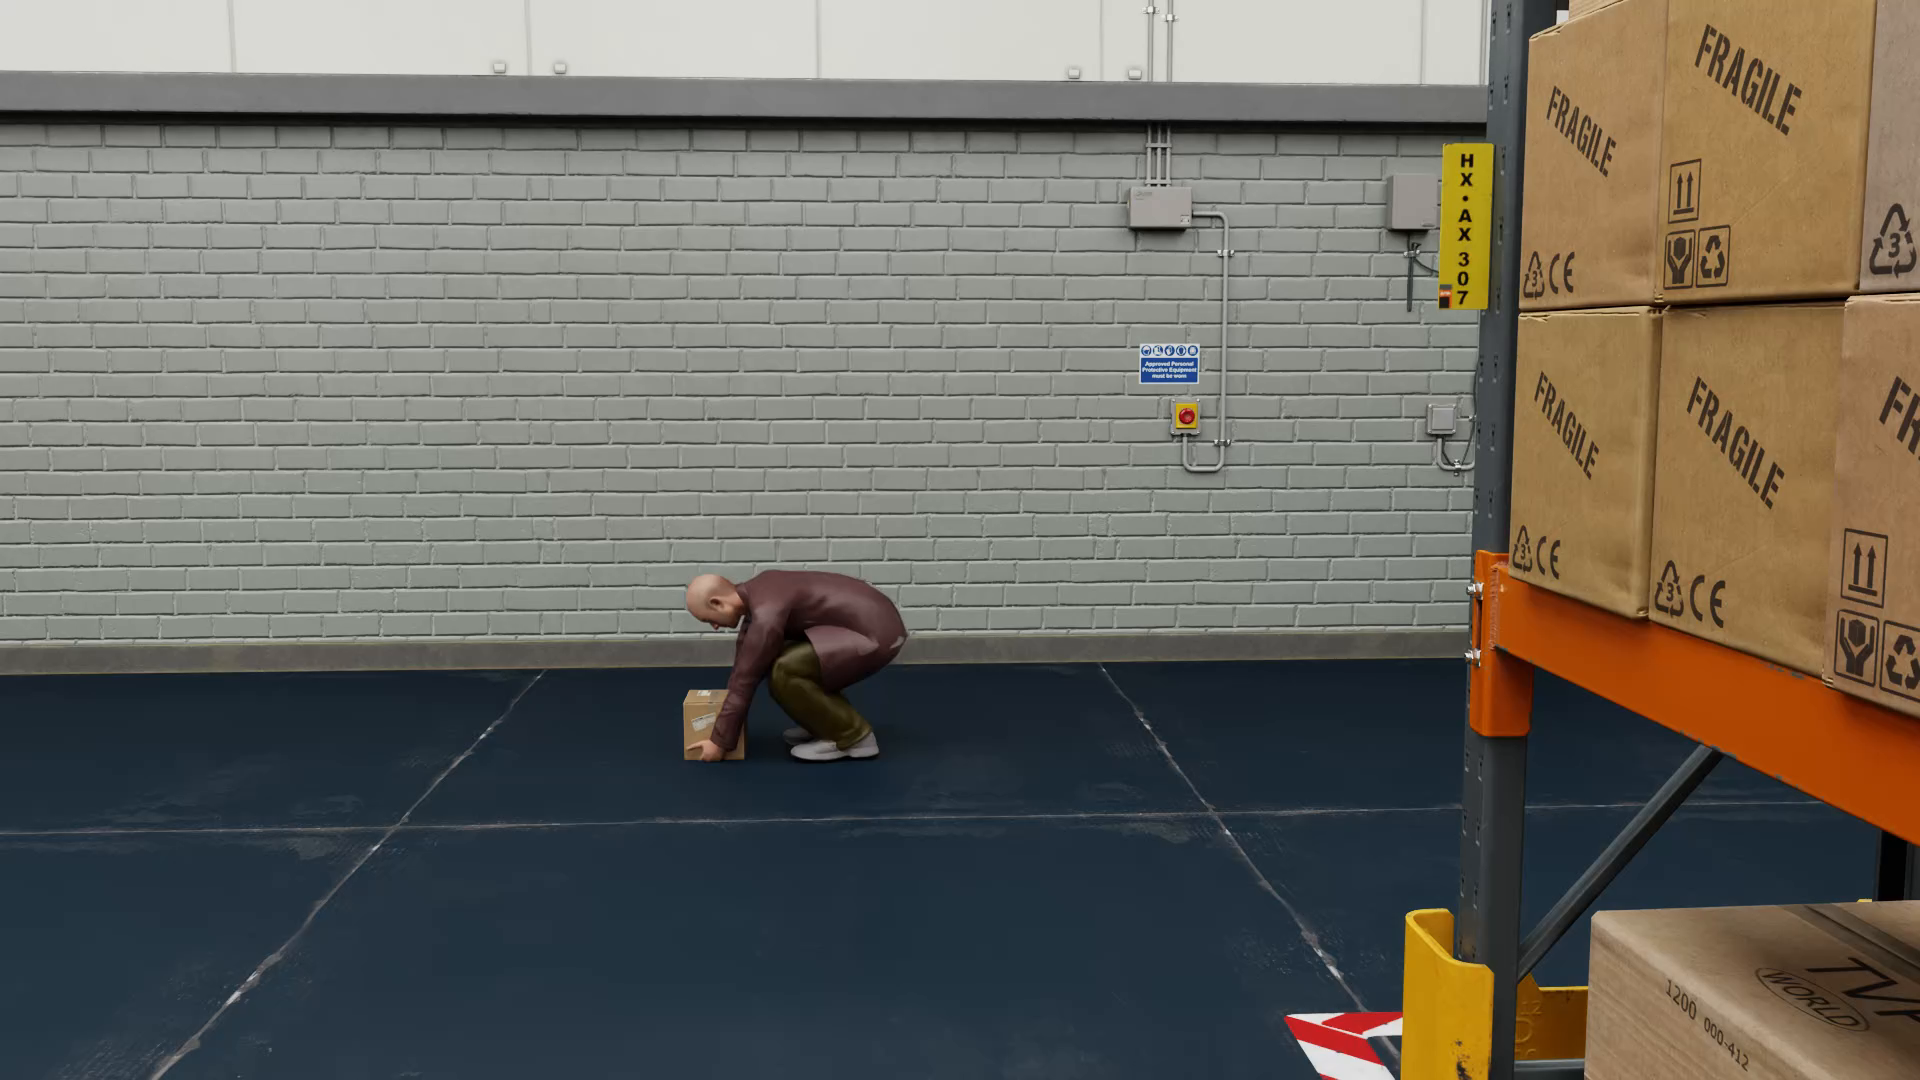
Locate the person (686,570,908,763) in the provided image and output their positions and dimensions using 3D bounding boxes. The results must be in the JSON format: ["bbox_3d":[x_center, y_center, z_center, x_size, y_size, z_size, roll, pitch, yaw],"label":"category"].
[{"bbox_3d":[-0.691,0.531,7.103,0.939,0.807,0.574,-1,7,-5],"label":"person"}]
